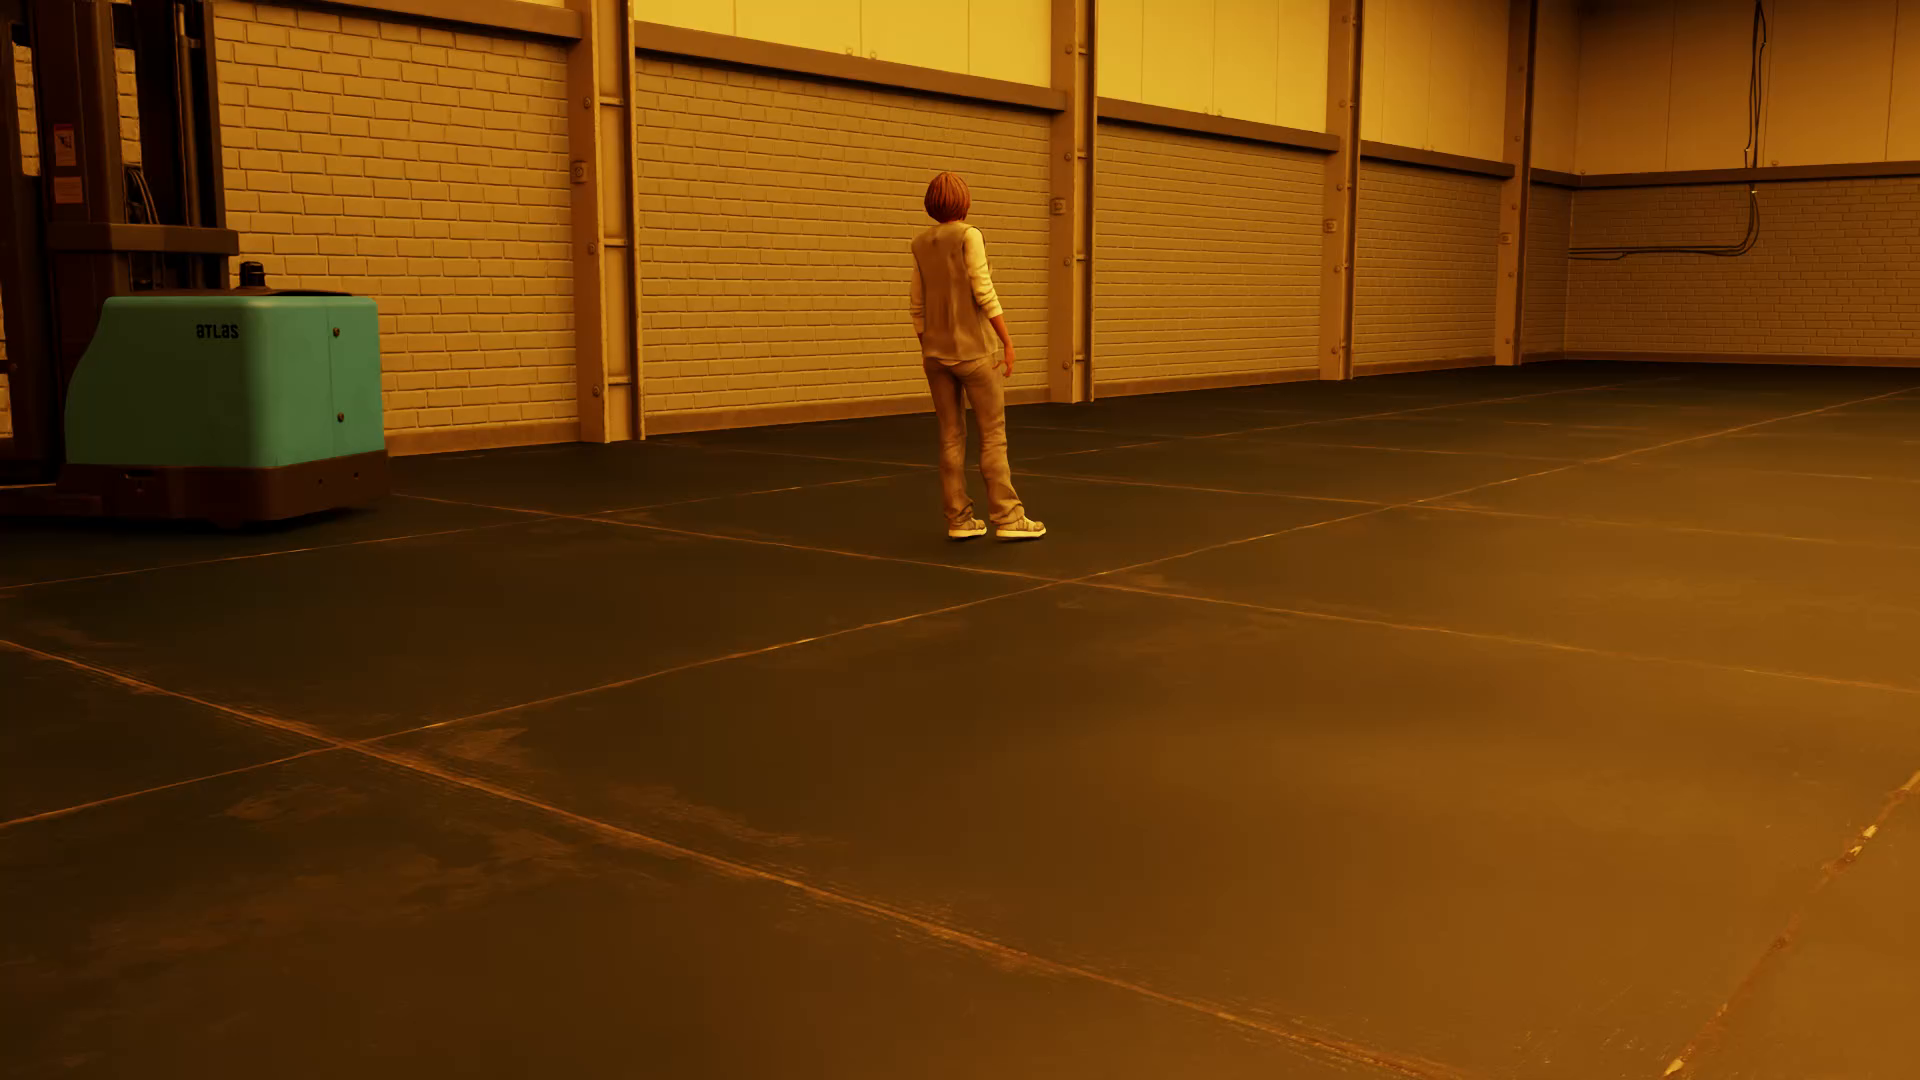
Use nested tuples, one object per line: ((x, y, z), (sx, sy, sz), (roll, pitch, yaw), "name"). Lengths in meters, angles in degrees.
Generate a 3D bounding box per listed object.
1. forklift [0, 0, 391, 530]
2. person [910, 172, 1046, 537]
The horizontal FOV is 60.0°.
((-4.454, -1.581, 8.089), (3.031, 2.935, 1.130), (2, 9, 12), "forklift")
((0.058, -0.804, 7.337), (0.521, 1.599, 0.473), (7, 11, 38), "person")
